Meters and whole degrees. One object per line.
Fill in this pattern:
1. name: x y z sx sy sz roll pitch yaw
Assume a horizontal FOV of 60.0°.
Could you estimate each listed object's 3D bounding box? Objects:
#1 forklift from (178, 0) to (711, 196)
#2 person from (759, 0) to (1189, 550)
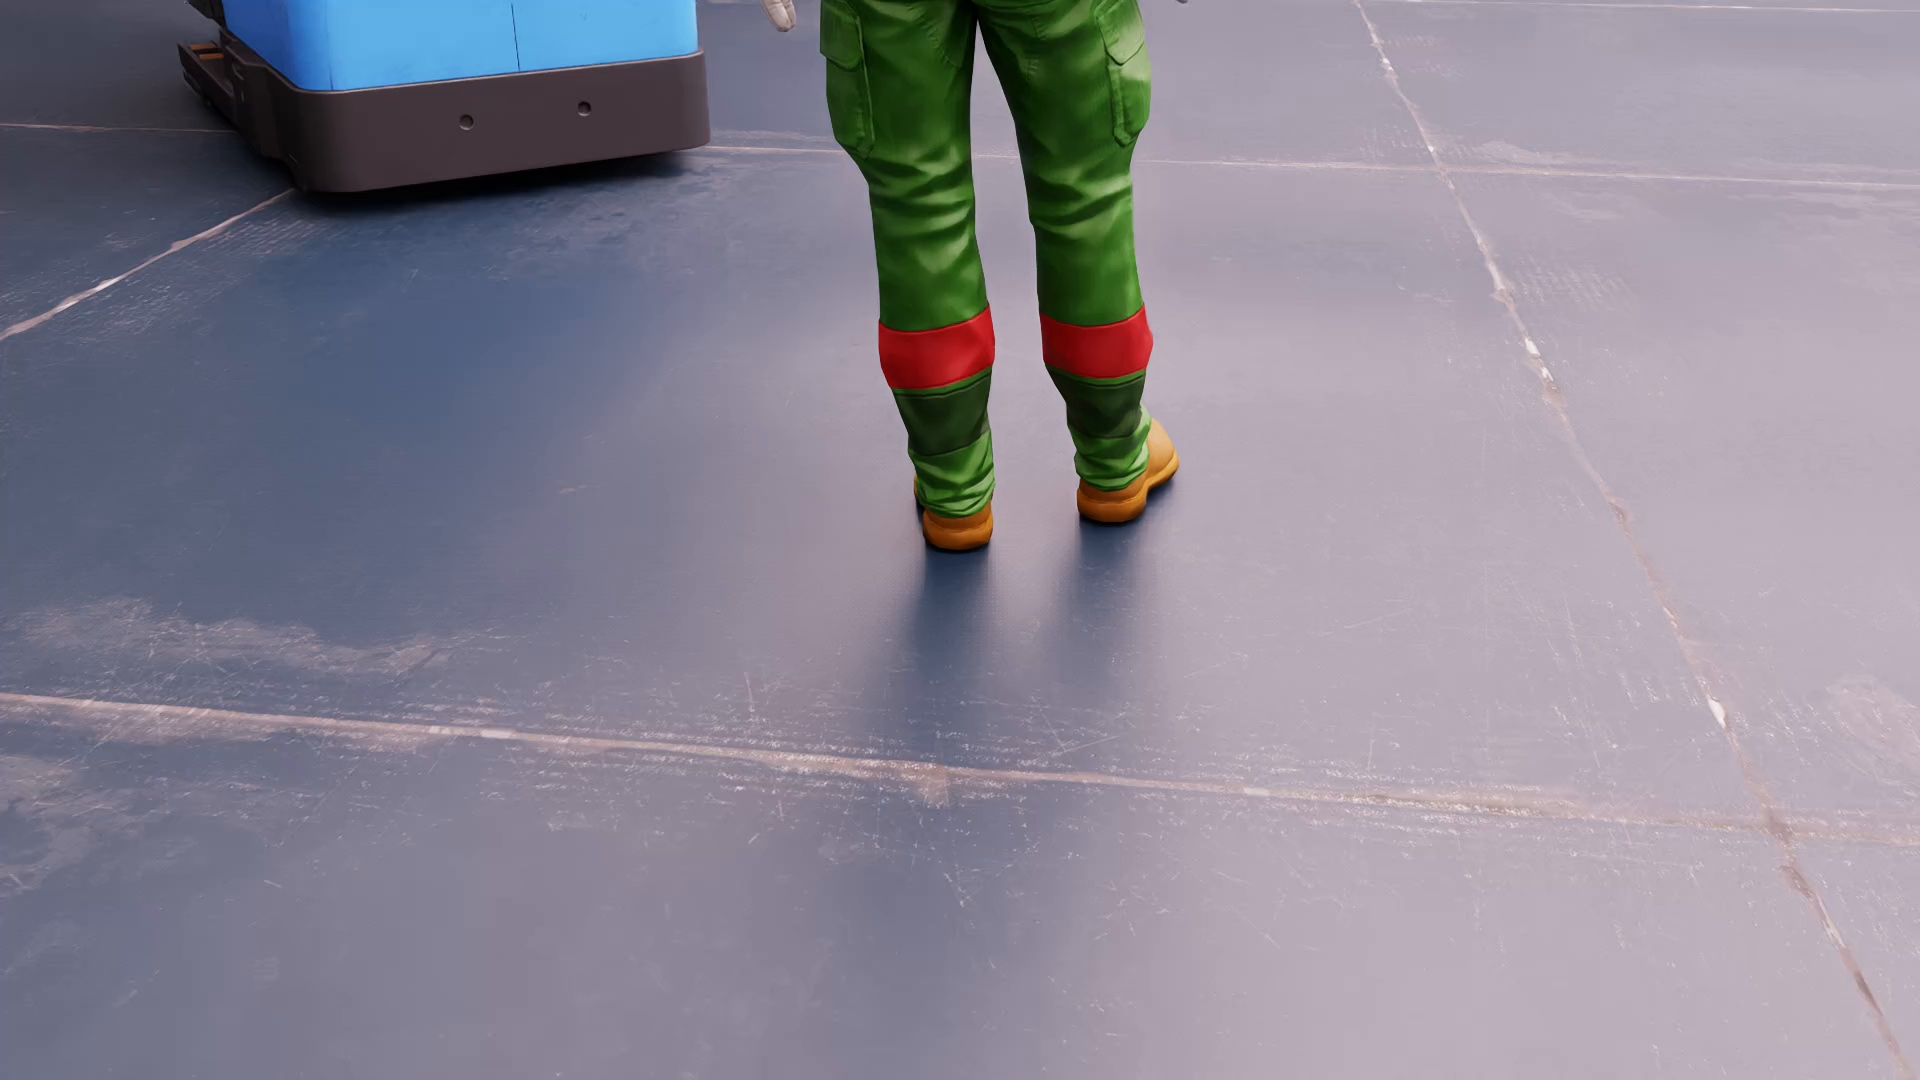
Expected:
1. forklift: -1.865 -2.768 4.766 1.130 2.935 3.031 -15 30 -27
2. person: 0.022 -0.840 2.168 0.638 1.782 0.564 3 27 7
